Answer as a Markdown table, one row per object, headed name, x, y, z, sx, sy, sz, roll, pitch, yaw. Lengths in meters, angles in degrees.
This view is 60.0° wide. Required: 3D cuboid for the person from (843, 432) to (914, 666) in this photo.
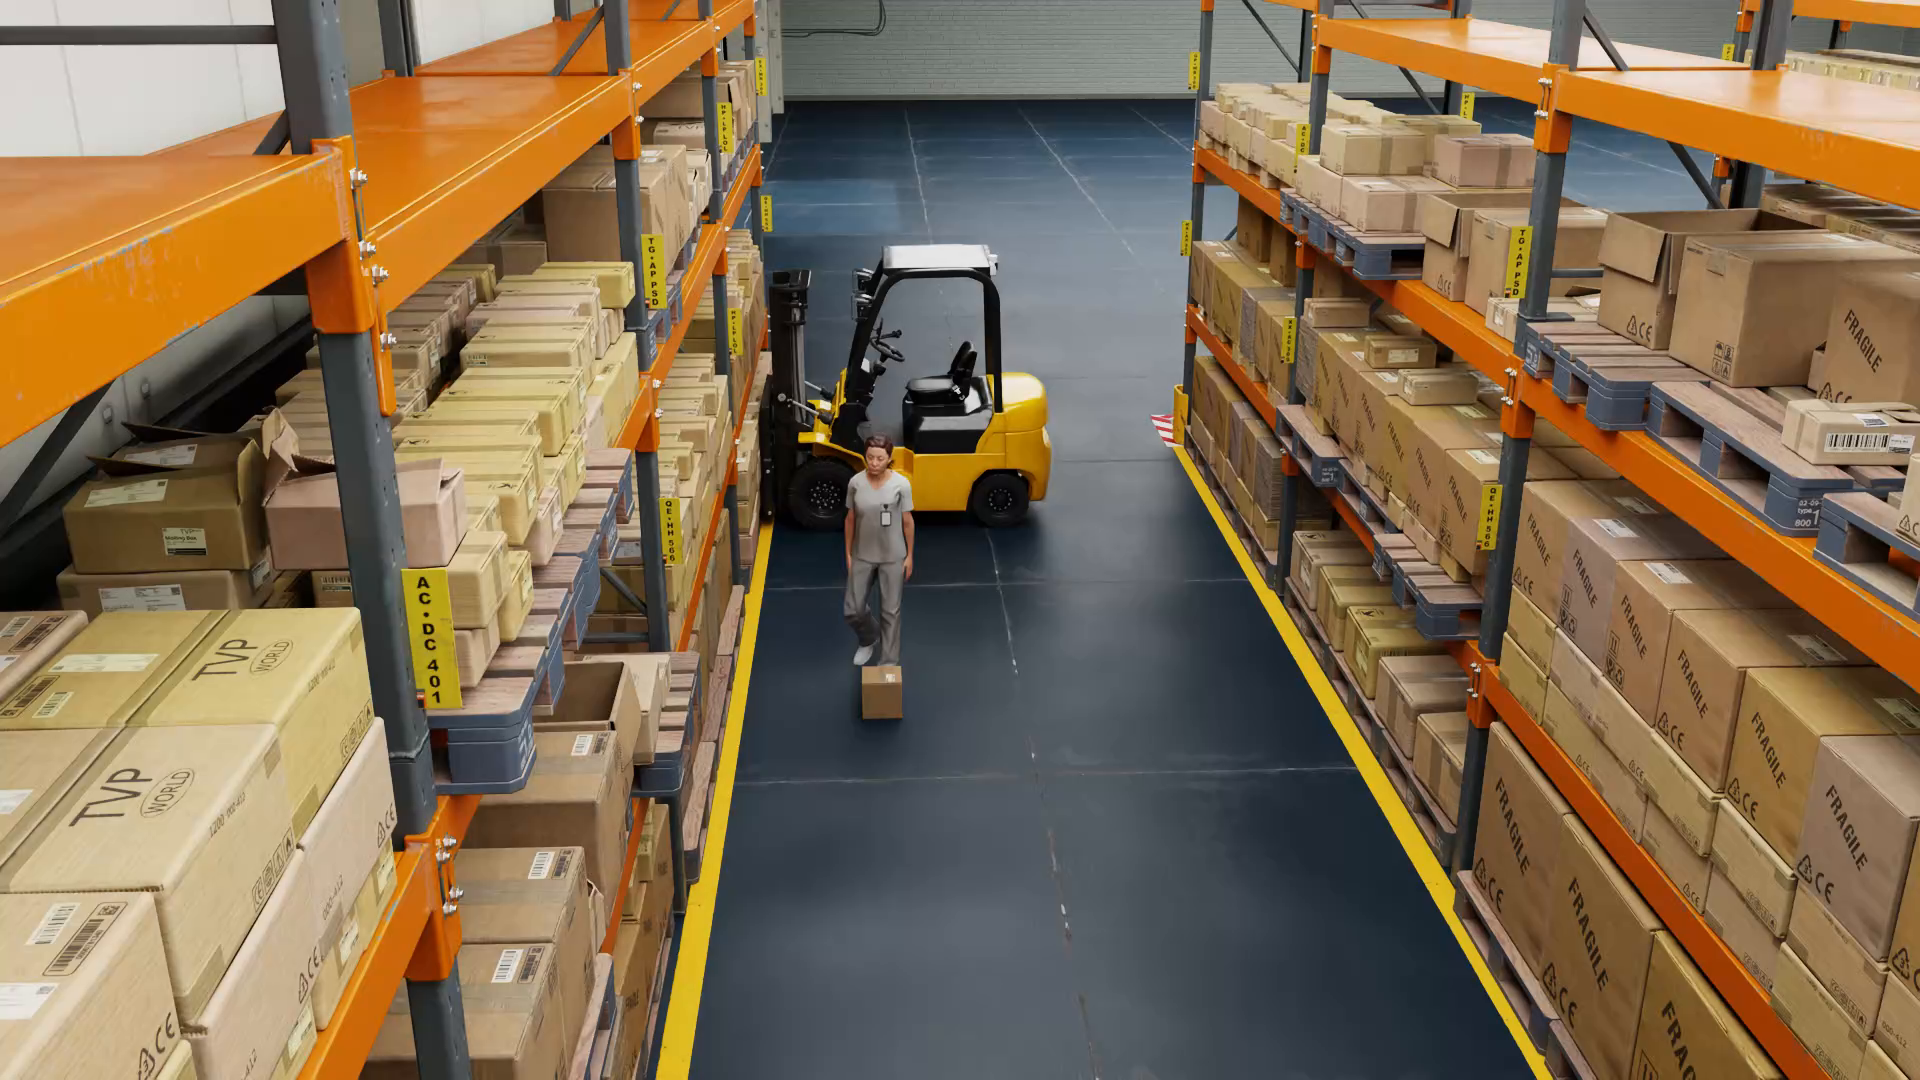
| name | x | y | z | sx | sy | sz | roll | pitch | yaw |
| --- | --- | --- | --- | --- | --- | --- | --- | --- | --- |
| person | -0.518 | 0.104 | 10.757 | 0.456 | 1.672 | 0.534 | 3 | 21 | 8 |
